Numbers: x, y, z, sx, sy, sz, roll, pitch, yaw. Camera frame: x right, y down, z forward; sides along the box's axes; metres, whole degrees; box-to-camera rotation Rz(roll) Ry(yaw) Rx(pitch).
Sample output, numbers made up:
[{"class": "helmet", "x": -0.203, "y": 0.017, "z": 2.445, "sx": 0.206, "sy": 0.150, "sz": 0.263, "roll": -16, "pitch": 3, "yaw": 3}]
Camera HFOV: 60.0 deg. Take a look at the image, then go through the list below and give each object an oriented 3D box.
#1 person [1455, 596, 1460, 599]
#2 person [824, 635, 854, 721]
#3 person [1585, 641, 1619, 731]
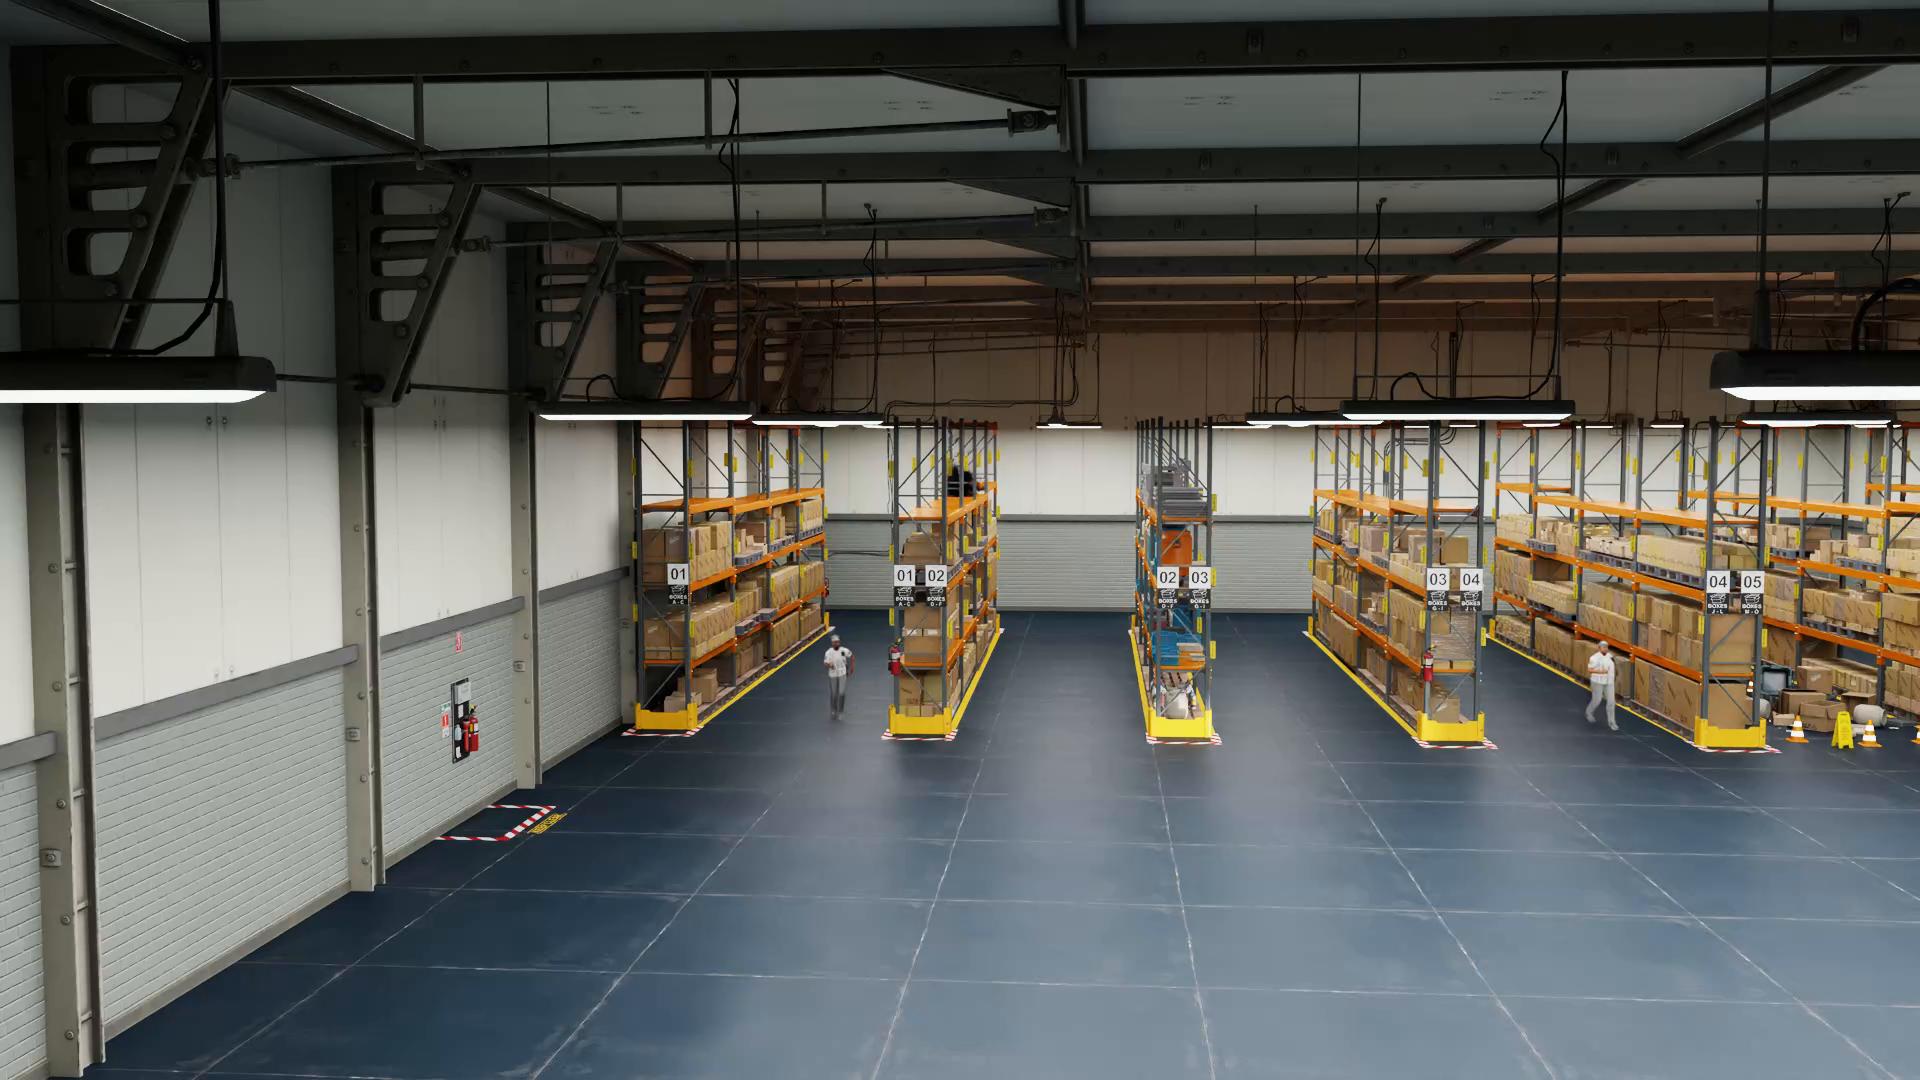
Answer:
[{"class": "person", "x": 13.478, "y": 1.928, "z": 45.198, "sx": 0.758, "sy": 1.717, "sz": 0.580, "roll": 0, "pitch": 4, "yaw": 3}, {"class": "person", "x": -2.408, "y": 2.722, "z": 33.036, "sx": 0.582, "sy": 1.705, "sz": 0.839, "roll": 0, "pitch": 4, "yaw": 0}, {"class": "person", "x": 12.401, "y": 2.778, "z": 32.102, "sx": 0.604, "sy": 1.674, "sz": 0.923, "roll": -1, "pitch": 4, "yaw": -8}]
